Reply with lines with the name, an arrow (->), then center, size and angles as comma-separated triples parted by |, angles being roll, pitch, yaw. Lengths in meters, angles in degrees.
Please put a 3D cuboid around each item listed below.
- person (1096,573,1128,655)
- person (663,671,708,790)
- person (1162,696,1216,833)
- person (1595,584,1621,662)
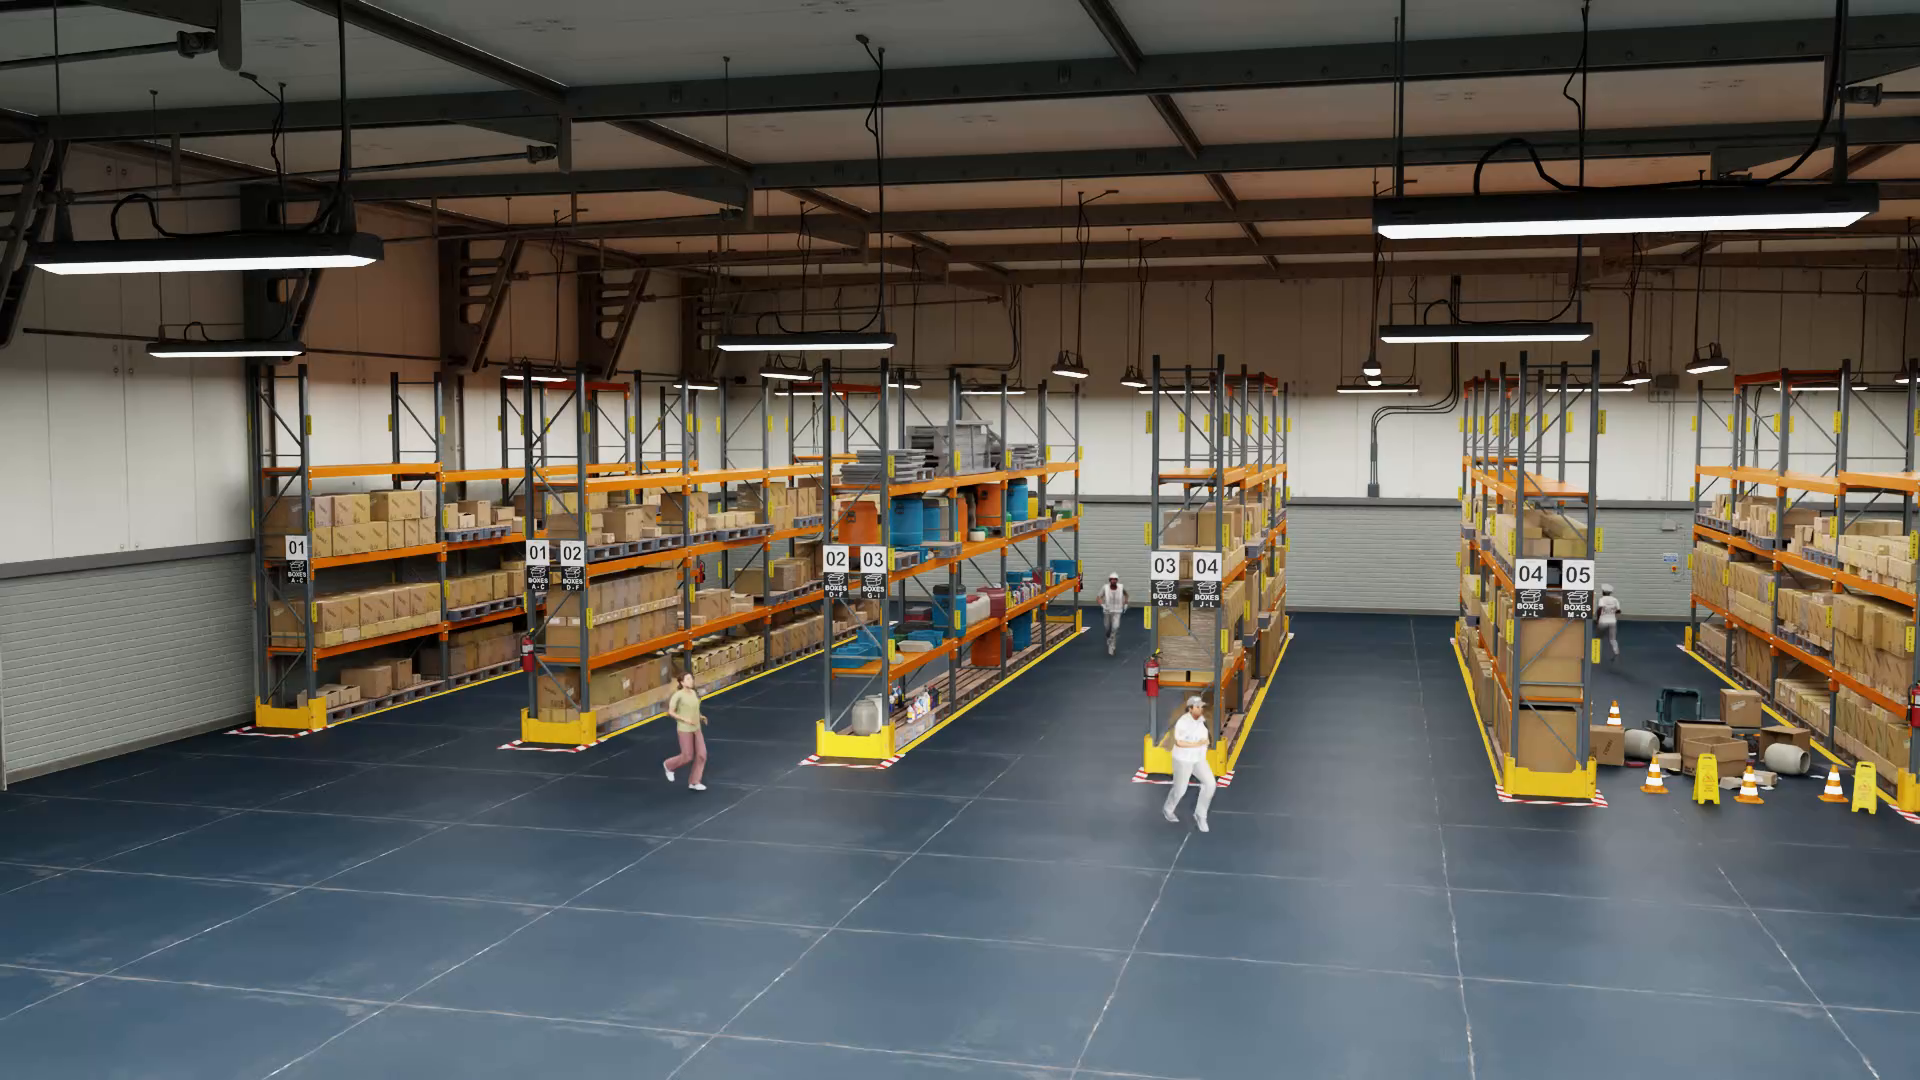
person -> 3.358, 1.602, 36.618 | 0.707, 1.769, 0.961 | 0, 4, 1
person -> -3.761, 2.610, 22.885 | 0.702, 1.622, 0.584 | 3, 5, 35
person -> 2.832, 2.762, 20.634 | 0.626, 1.697, 0.817 | -3, 5, -38
person -> 13.501, 1.779, 34.637 | 0.543, 1.720, 1.078 | 0, 4, 5
